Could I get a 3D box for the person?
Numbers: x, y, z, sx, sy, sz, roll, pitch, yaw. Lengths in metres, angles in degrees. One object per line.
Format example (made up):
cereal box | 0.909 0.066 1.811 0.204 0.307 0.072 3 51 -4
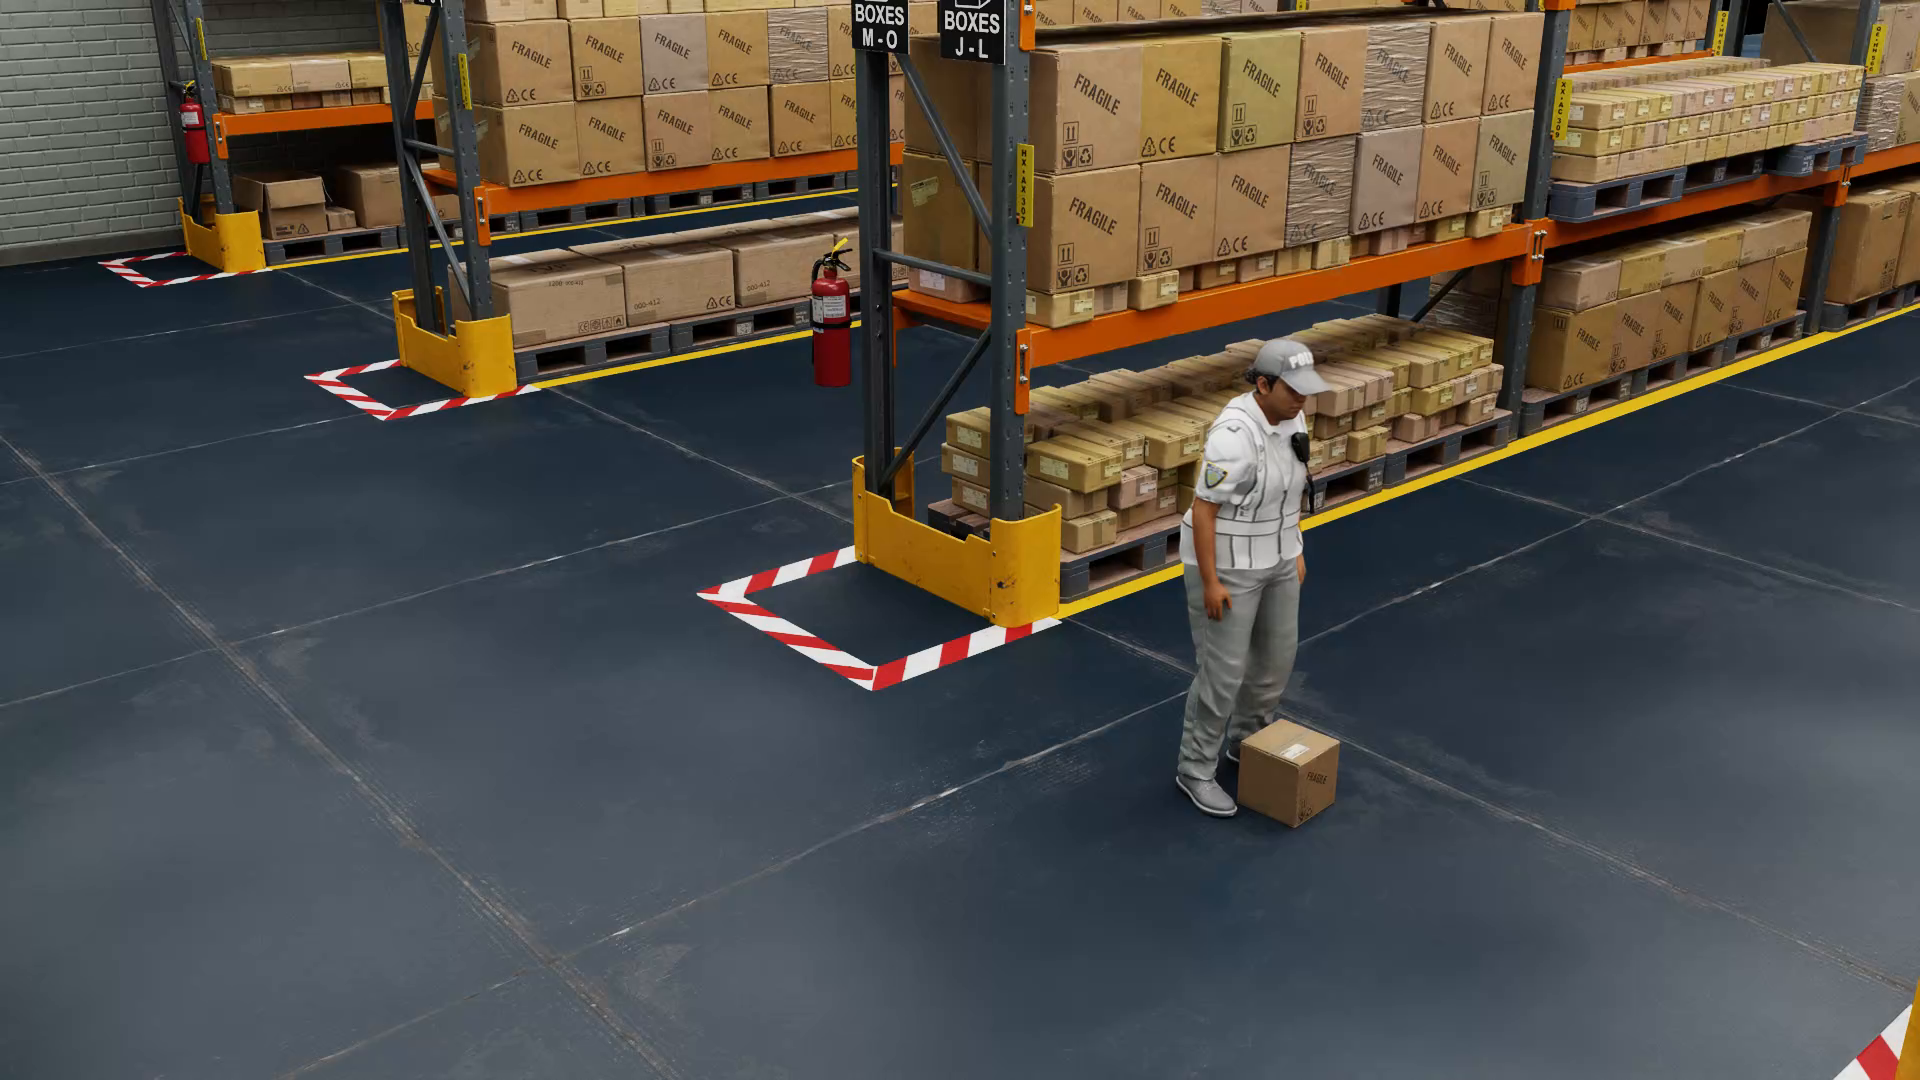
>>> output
person | 1.017 0.107 5.796 0.542 1.666 0.470 -17 27 -38
